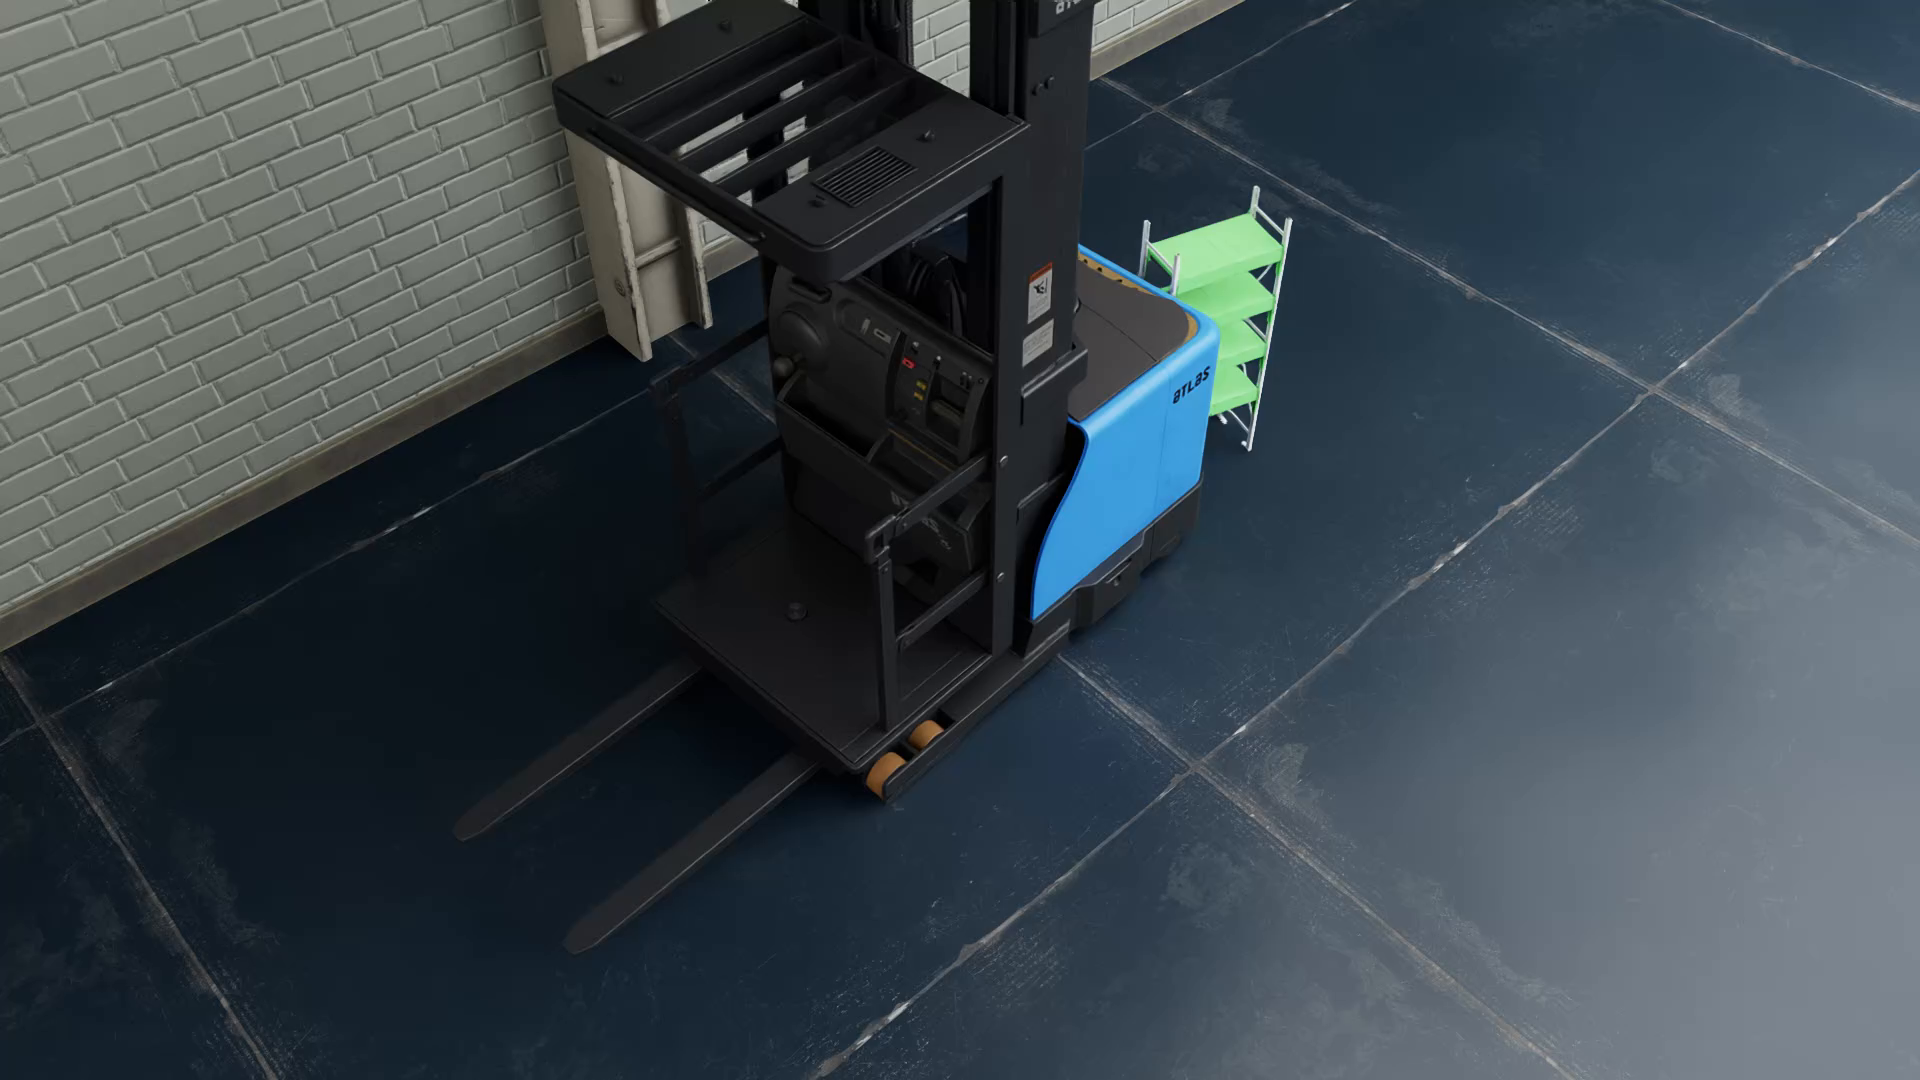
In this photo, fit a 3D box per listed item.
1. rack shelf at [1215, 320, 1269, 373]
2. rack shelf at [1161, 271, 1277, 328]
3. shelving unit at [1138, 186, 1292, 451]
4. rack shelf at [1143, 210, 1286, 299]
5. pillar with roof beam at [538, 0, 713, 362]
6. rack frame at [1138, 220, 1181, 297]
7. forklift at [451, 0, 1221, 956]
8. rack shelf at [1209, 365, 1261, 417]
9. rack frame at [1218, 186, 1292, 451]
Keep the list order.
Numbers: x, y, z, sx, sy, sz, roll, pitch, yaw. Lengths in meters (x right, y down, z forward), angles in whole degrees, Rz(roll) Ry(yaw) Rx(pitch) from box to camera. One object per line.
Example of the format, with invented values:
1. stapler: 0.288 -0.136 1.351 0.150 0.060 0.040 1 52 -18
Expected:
1. rack shelf: 0.966 -0.746 6.709 0.480 0.148 0.258 -20 50 -18
2. rack shelf: 0.966 -0.909 6.532 0.480 0.148 0.258 -20 50 -18
3. shelving unit: 0.966 -0.789 6.662 0.503 1.200 0.258 -20 50 -18
4. rack shelf: 0.966 -1.071 6.356 0.480 0.148 0.258 -20 50 -18
5. pillar with roof beam: 1.512 -1.691 2.188 0.400 9.000 9.100 -34 56 -27
6. rack frame: 0.748 -0.709 6.588 0.015 1.200 0.240 -20 50 -18
7. forklift: -0.417 -0.508 5.224 1.130 2.935 3.031 35 56 28
8. rack shelf: 0.966 -0.583 6.885 0.480 0.148 0.258 -20 50 -18
9. rack frame: 1.184 -0.869 6.736 0.015 1.200 0.240 -20 50 -18
